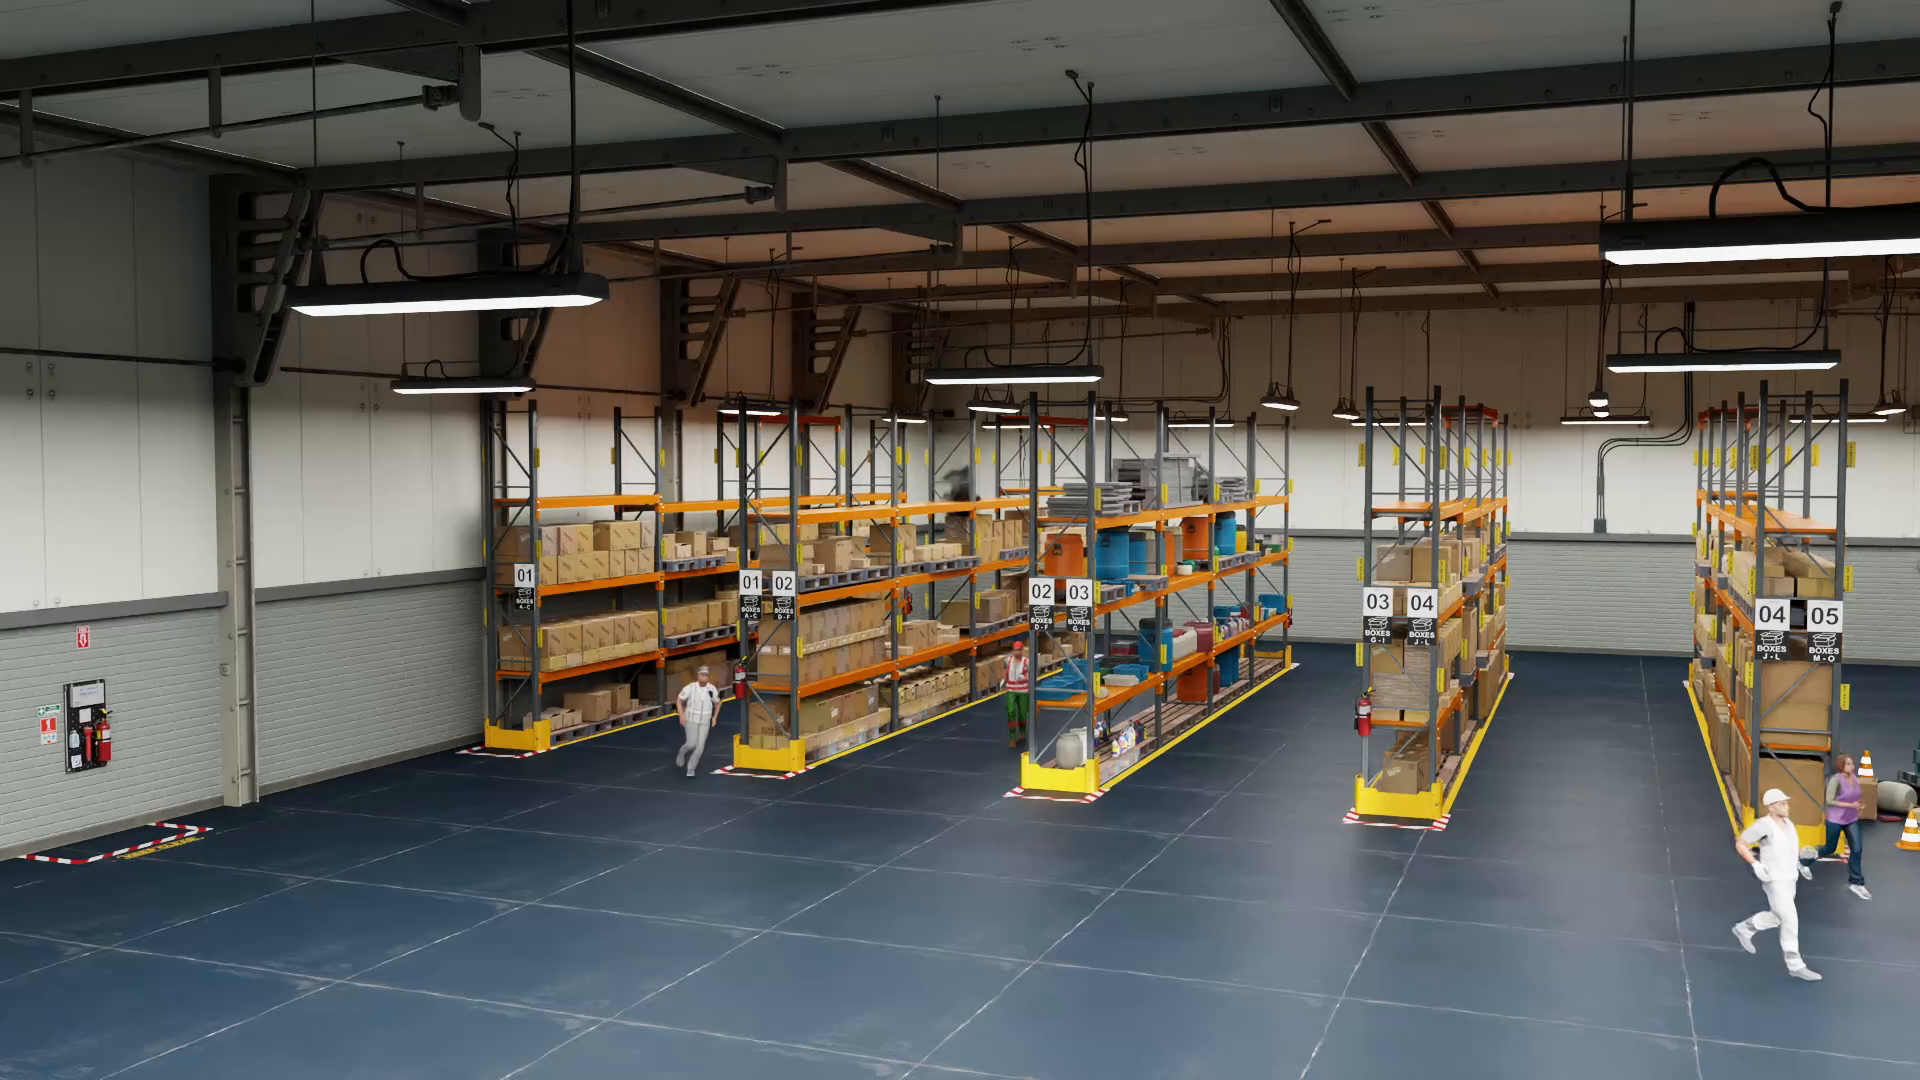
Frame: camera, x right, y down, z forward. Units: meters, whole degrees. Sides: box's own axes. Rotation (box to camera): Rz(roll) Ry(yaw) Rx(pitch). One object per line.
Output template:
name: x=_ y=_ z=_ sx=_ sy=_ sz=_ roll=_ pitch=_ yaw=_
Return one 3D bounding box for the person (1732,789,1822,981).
person: x=7.930 y=3.300 z=16.158 sx=0.666 sy=1.768 sz=0.979 roll=-2 pitch=3 yaw=-33

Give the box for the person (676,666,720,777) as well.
person: x=-4.112 y=2.850 z=26.336 sx=0.698 sy=1.708 sz=0.550 roll=-1 pitch=3 yaw=-24

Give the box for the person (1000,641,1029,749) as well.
person: x=0.998 y=2.676 z=28.922 sx=0.643 sy=1.844 sz=0.876 roll=0 pitch=3 yaw=6

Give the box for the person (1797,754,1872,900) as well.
person: x=10.124 y=3.254 z=19.179 sx=0.550 sy=1.613 sz=0.887 roll=-1 pitch=3 yaw=-19
